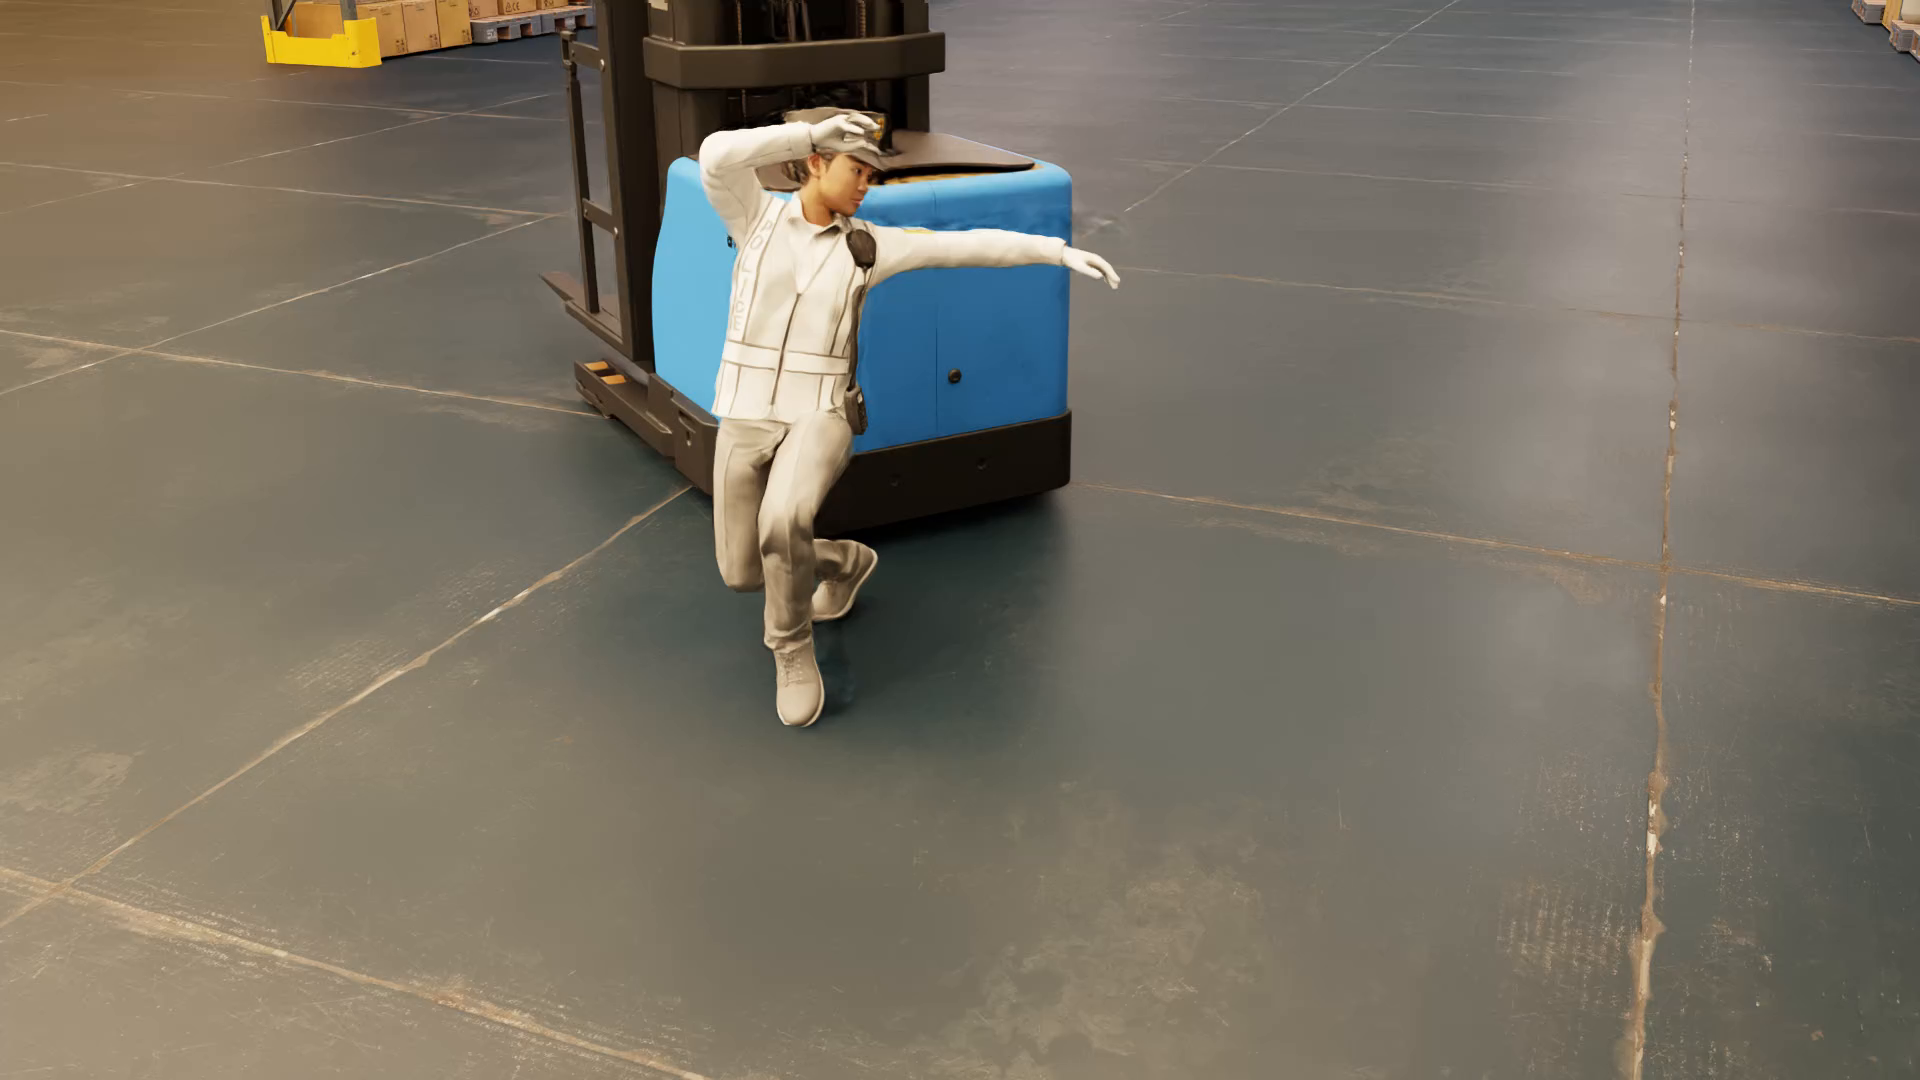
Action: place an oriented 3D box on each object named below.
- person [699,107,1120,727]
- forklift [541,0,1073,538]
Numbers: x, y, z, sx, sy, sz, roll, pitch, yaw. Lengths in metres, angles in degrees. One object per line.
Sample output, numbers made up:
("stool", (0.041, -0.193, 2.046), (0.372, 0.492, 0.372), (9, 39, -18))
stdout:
("person", (-0.146, -0.311, 4.036), (0.977, 1.420, 0.847), (5, 23, 11))
("forklift", (-0.807, -1.876, 5.780), (1.130, 2.935, 3.031), (-12, 26, -27))
